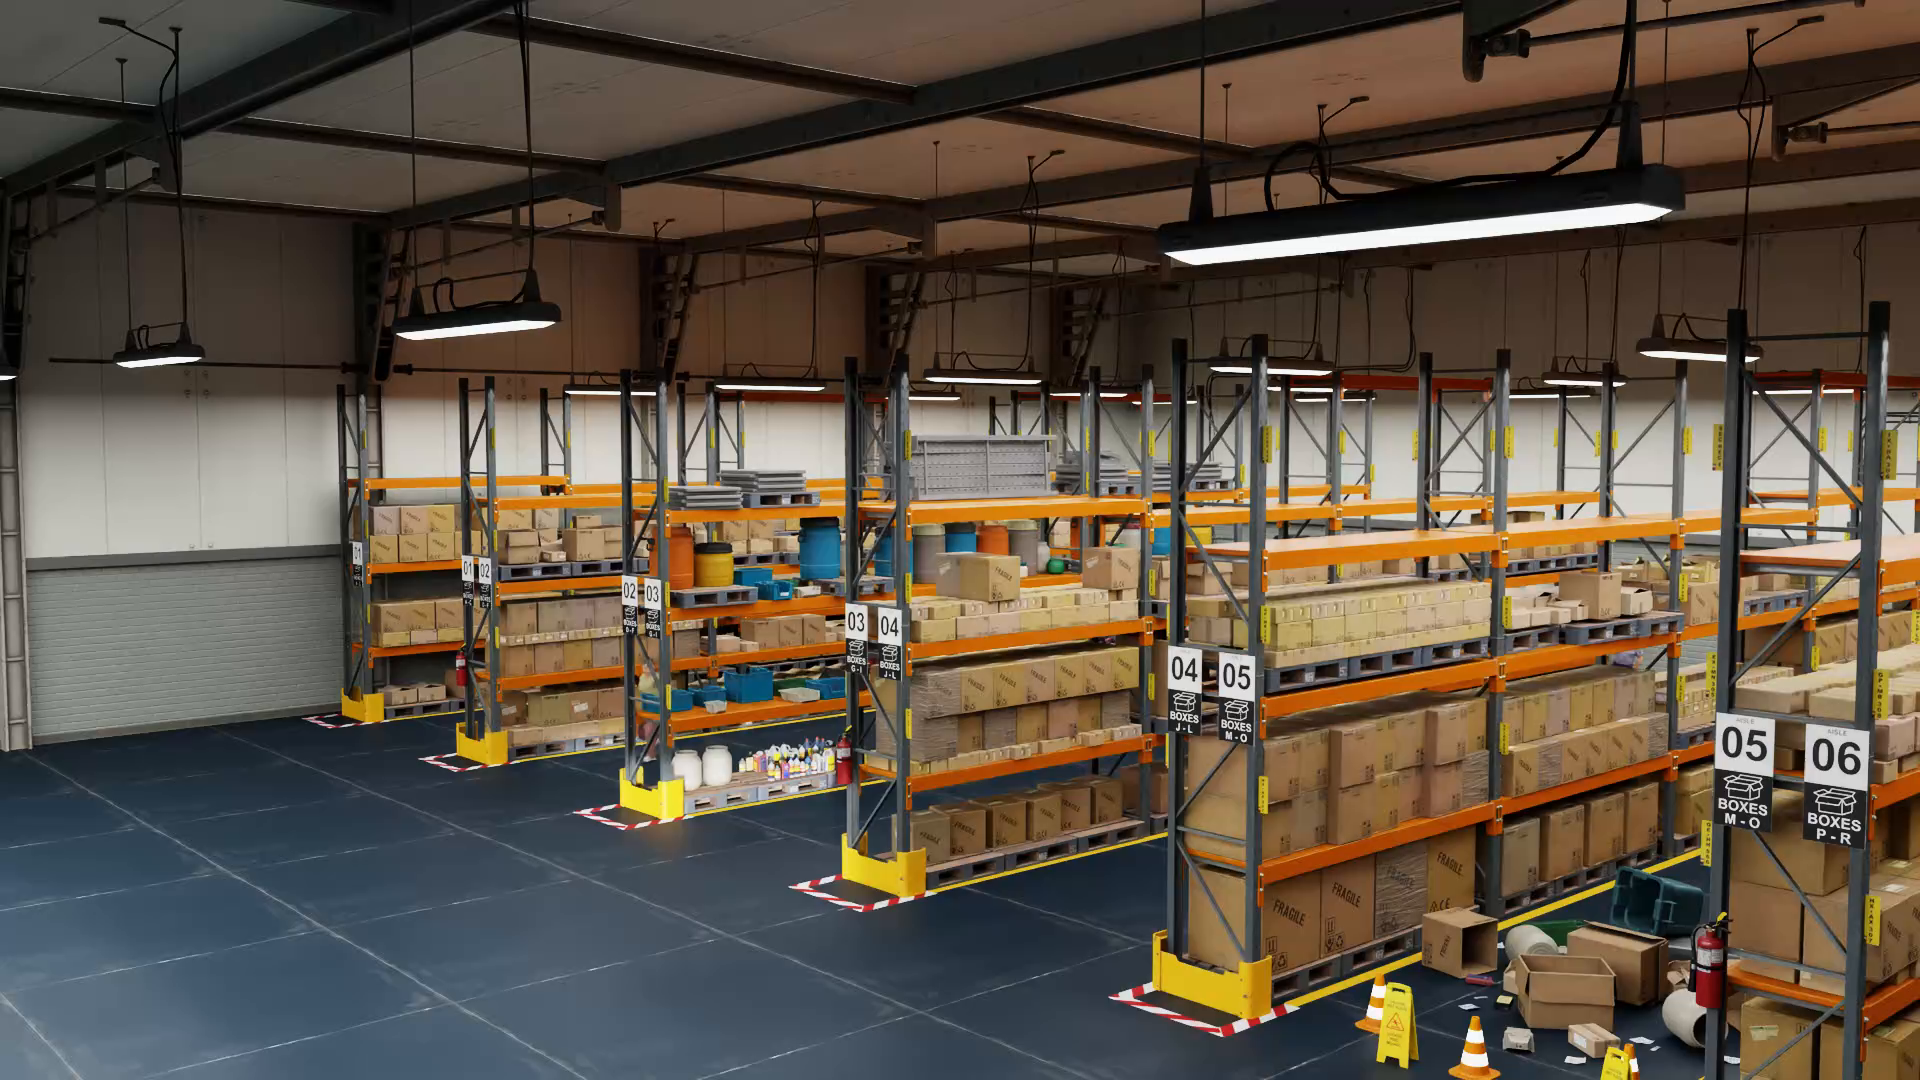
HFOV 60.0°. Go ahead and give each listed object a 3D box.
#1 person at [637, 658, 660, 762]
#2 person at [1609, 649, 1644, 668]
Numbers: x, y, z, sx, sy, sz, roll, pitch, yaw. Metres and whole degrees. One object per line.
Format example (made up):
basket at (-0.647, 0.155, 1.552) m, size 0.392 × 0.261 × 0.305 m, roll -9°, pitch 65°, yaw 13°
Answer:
person at (-4.796, 2.633, 25.988) m, size 0.657 × 1.641 × 0.543 m, roll 2°, pitch 4°, yaw 33°
person at (12.116, 2.389, 30.331) m, size 0.660 × 1.574 × 0.508 m, roll 1°, pitch 4°, yaw 13°
